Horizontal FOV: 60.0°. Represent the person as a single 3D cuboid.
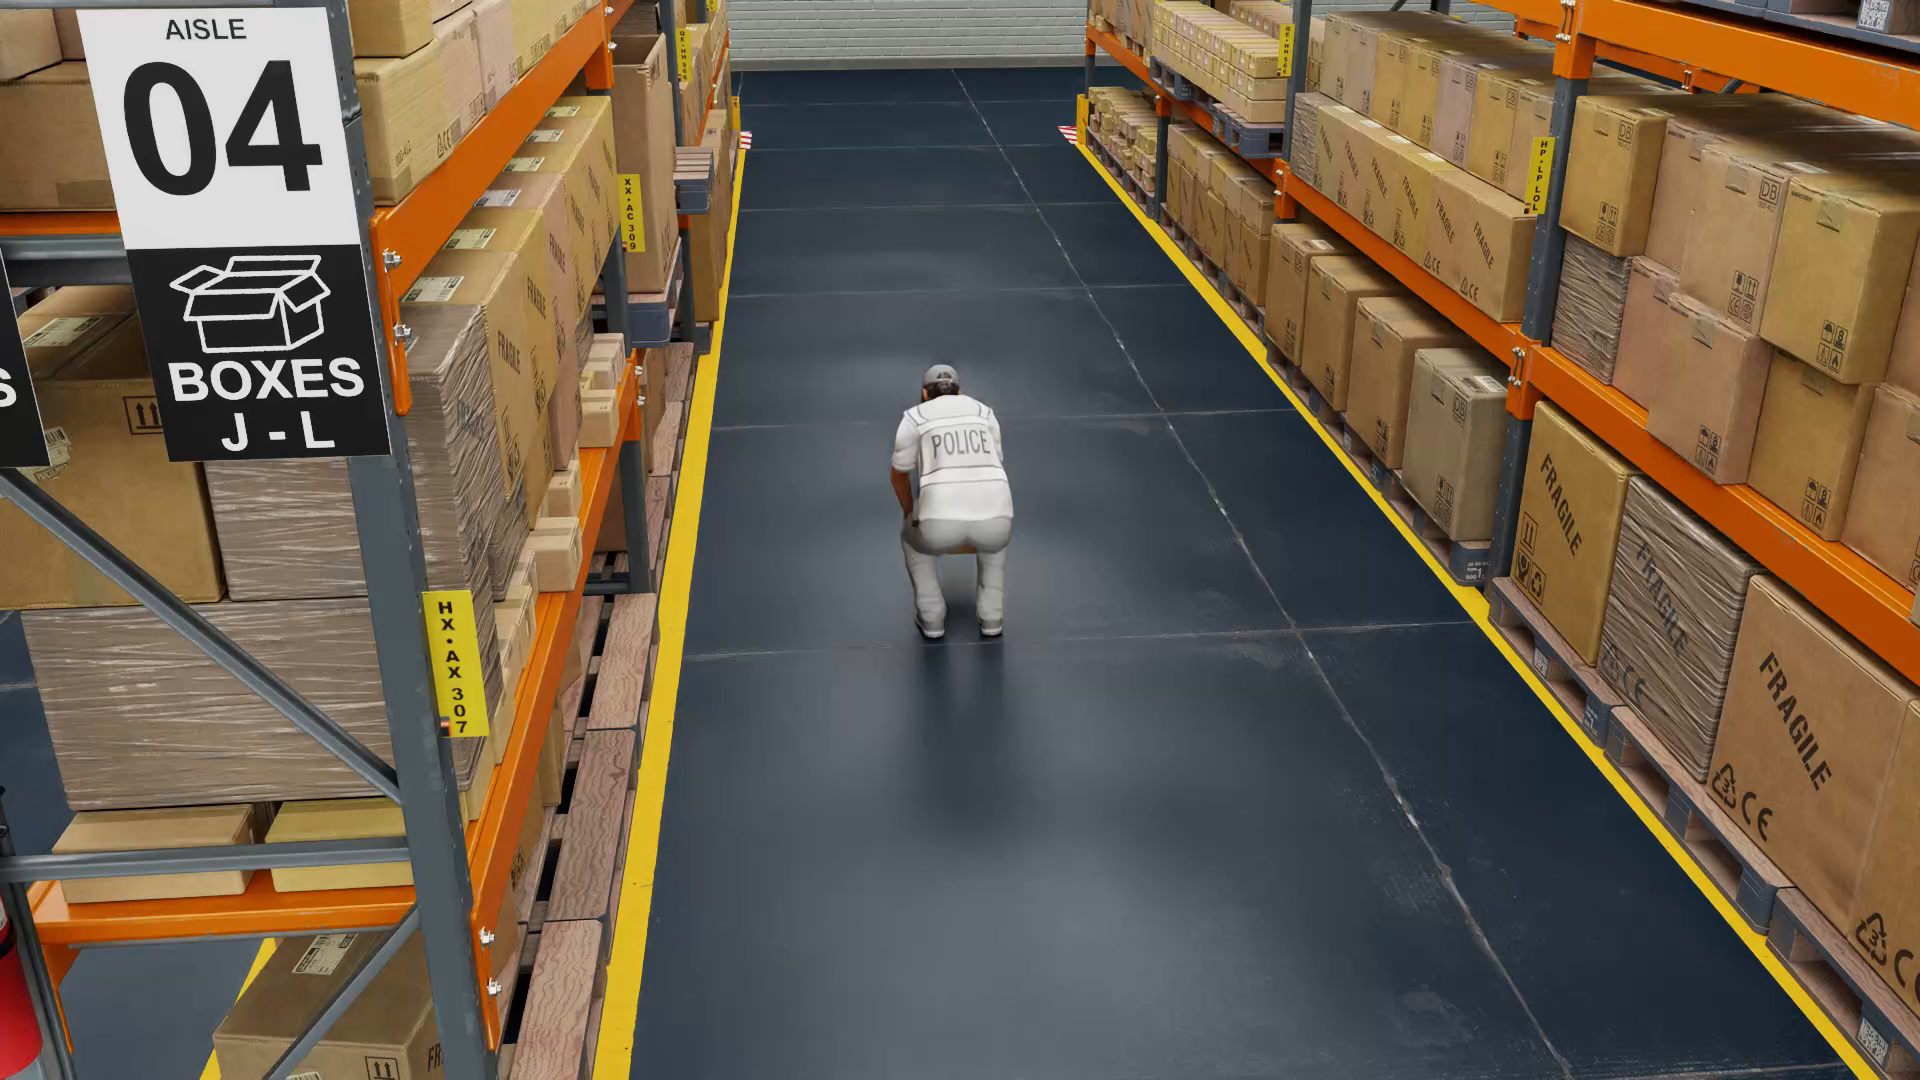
[{"bbox_3d":[-0.039,-0.158,7.589,0.540,1.158,0.817,-2,24,-5],"label":"person"}]
